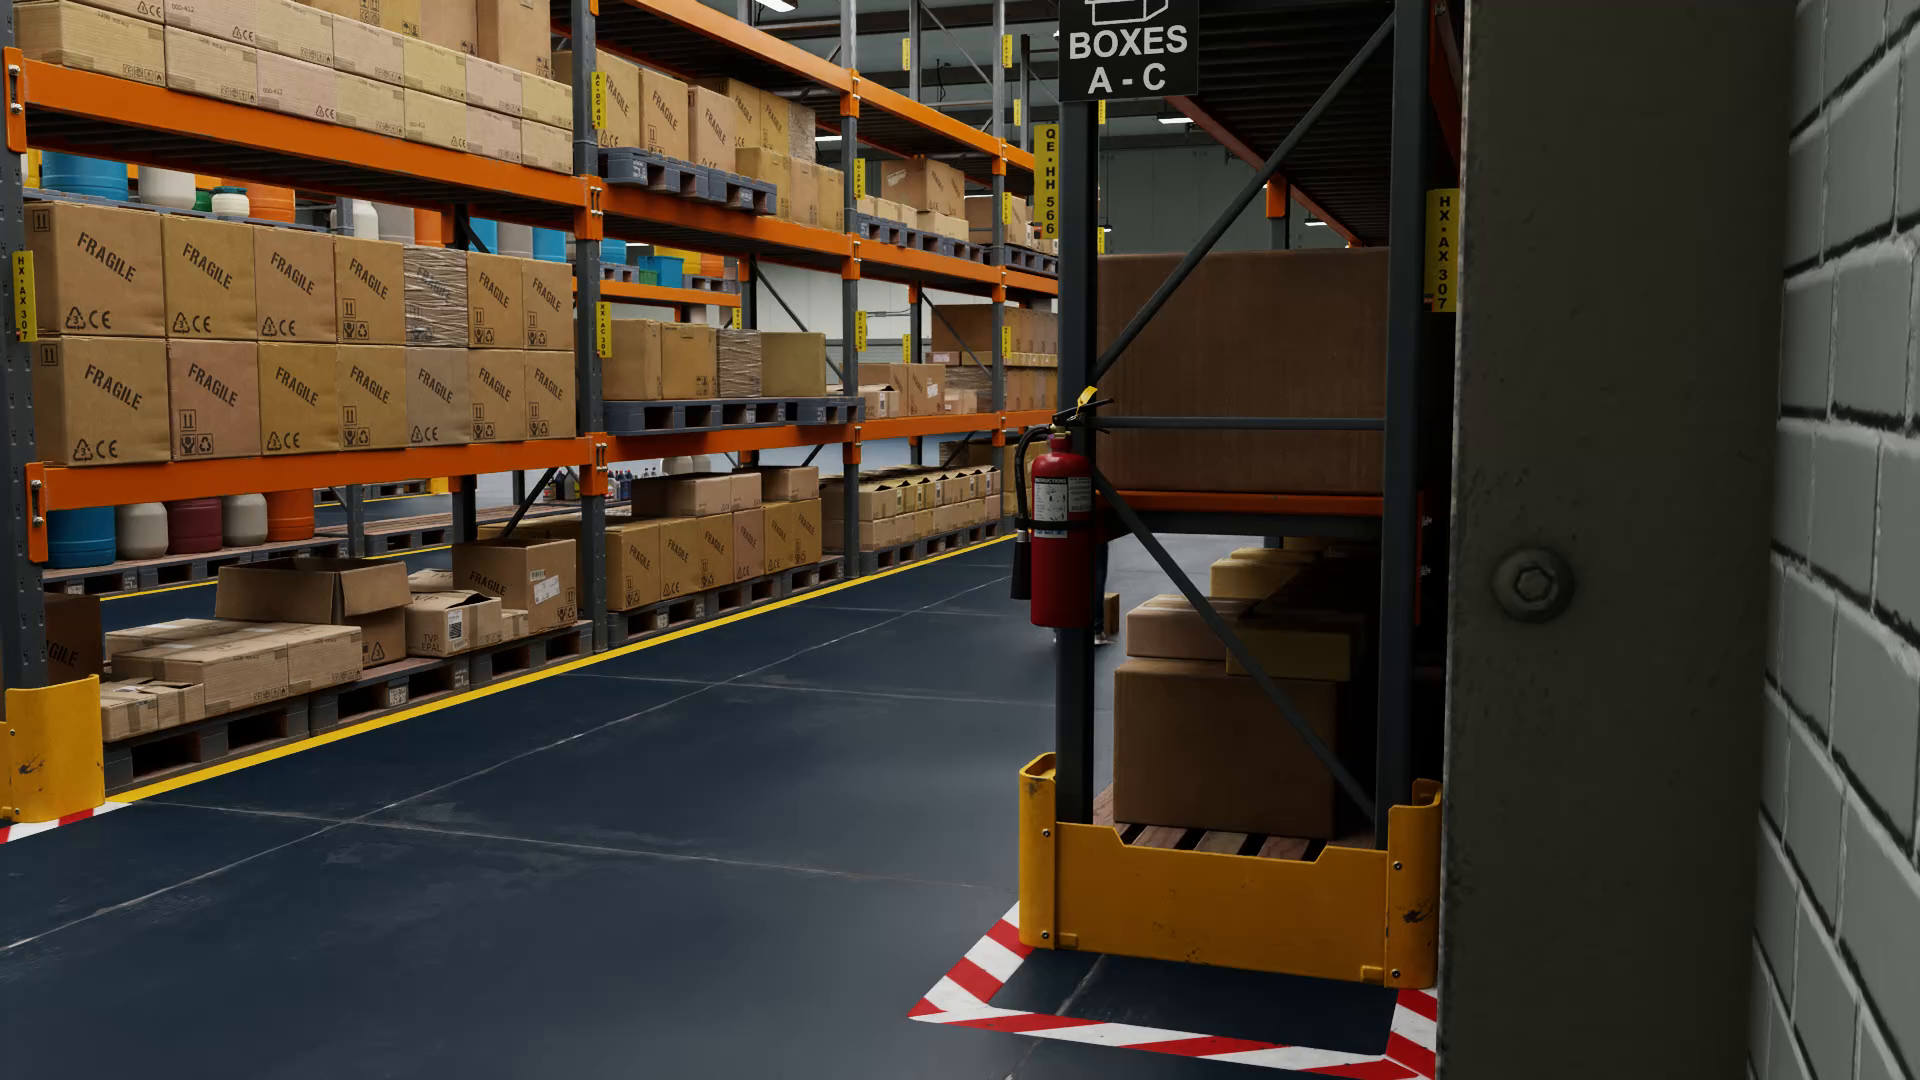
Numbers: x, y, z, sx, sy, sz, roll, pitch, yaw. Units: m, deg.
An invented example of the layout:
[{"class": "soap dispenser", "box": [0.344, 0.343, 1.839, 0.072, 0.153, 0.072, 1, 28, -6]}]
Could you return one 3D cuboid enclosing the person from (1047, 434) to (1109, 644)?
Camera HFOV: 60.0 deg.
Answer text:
[{"class": "person", "box": [0.714, -0.125, 10.305, 0.417, 1.562, 0.341, 2, 6, 20]}]
